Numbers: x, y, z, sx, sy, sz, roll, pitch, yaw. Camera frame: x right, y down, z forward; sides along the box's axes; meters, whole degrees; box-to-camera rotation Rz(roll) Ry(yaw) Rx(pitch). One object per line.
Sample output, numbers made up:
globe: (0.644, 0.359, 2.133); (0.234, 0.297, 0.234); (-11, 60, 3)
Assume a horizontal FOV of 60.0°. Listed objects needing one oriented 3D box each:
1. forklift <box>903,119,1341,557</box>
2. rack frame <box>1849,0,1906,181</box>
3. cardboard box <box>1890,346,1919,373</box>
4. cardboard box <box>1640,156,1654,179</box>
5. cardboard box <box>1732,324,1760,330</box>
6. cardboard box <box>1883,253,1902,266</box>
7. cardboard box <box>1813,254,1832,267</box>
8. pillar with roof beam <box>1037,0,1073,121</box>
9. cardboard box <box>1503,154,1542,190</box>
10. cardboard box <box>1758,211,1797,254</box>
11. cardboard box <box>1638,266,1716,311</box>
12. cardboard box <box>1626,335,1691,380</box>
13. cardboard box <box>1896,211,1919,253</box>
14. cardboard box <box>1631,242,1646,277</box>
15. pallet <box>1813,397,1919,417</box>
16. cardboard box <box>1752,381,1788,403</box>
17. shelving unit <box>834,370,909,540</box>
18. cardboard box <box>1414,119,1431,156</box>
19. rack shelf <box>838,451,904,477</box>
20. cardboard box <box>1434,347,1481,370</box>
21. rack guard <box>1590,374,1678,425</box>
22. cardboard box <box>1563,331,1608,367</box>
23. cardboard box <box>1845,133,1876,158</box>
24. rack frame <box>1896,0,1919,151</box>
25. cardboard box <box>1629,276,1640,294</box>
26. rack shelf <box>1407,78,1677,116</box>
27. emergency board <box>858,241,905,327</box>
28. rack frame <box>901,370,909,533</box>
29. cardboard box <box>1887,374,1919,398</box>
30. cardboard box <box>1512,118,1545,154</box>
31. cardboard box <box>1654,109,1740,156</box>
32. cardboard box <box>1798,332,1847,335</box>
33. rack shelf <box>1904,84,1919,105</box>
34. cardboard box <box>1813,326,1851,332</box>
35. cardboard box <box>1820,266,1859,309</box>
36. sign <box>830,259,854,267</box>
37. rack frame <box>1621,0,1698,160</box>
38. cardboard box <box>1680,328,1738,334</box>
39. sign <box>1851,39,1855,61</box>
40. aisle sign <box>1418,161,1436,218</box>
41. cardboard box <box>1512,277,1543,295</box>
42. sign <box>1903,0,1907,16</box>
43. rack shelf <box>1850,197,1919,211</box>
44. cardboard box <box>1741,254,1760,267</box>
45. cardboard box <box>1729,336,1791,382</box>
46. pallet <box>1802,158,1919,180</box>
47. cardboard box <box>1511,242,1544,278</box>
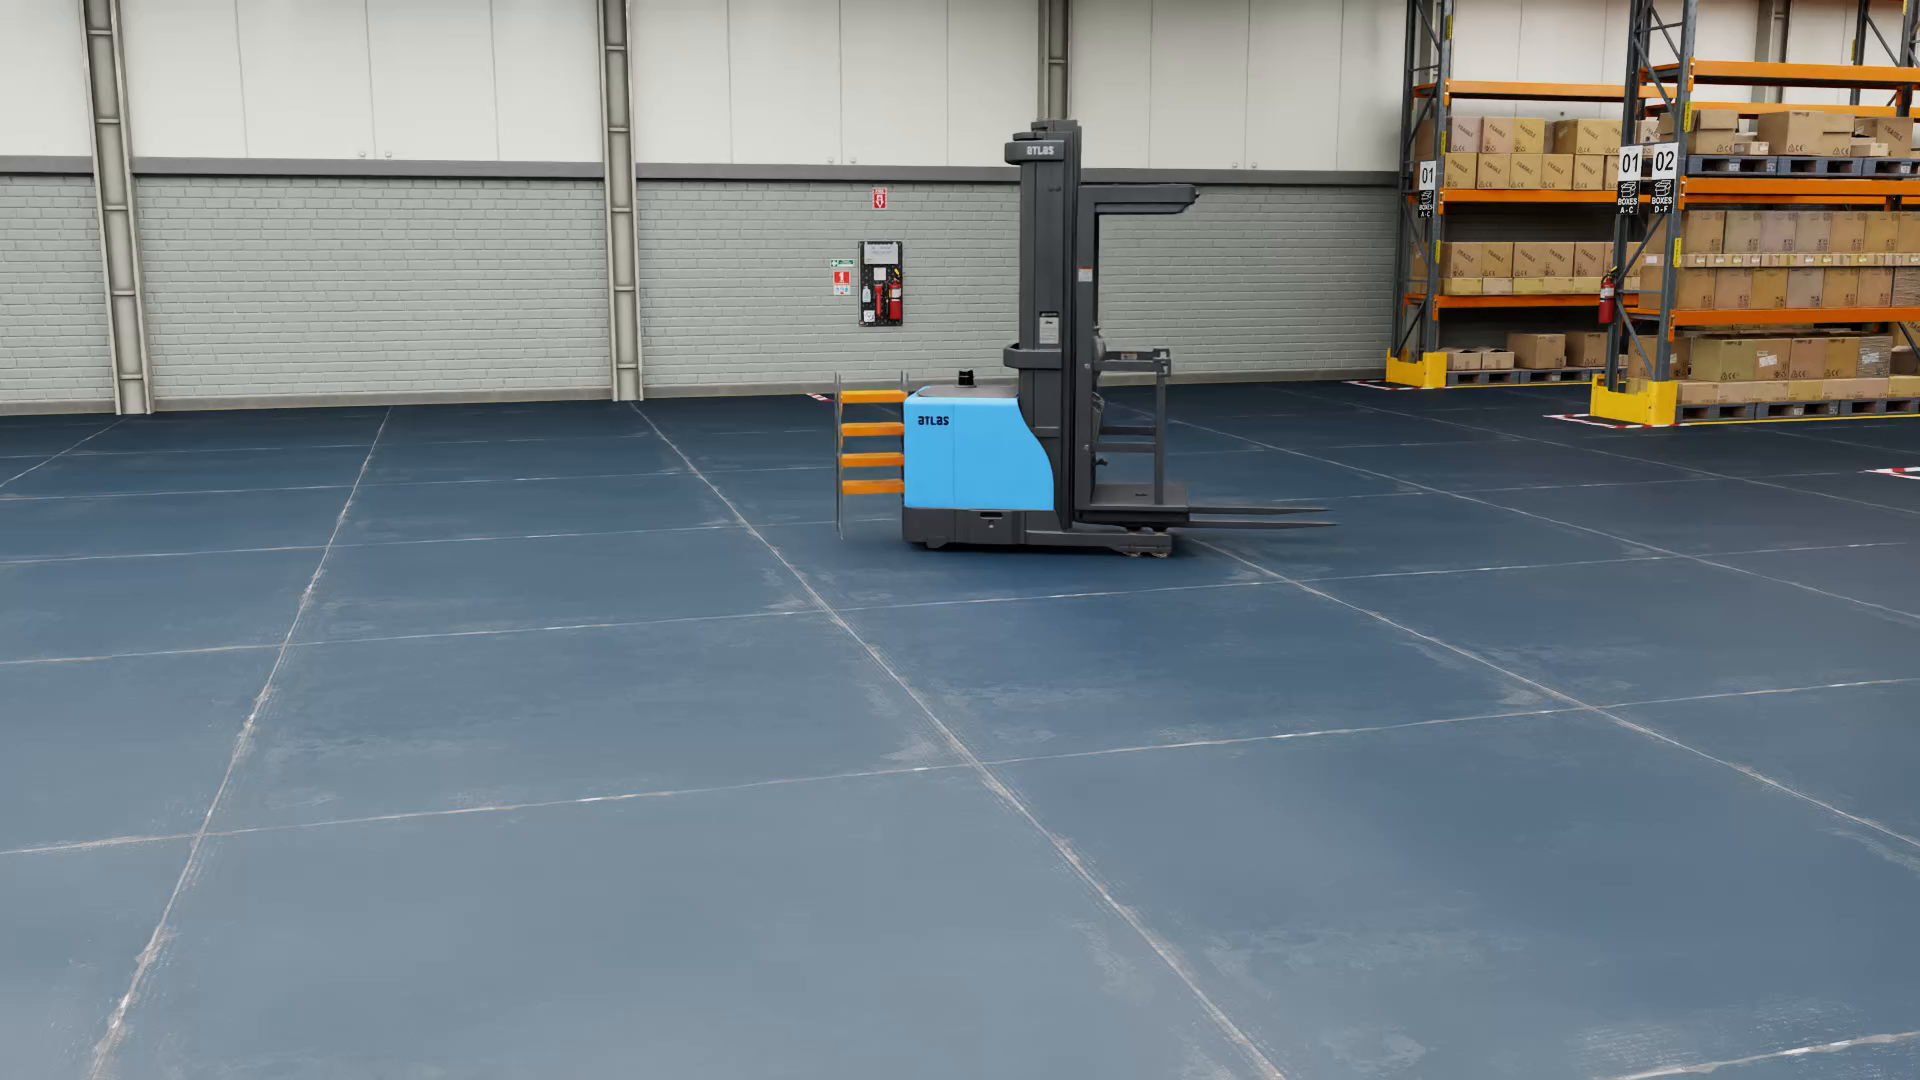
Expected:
forklift: (1.151, -1.423, 11.683); (3.031, 2.935, 1.130); (1, 10, 6)
rack frame: (14.327, -7.129, 25.917); (0.127, 3.000, 1.000); (-3, 11, -16)
cardboard box: (12.183, -2.316, 21.226); (0.500, 0.311, 0.500); (-3, 11, -16)
cardboard box: (10.068, -5.442, 24.705); (0.500, 0.500, 0.500); (-3, 11, -14)
cardboard box: (12.109, -3.422, 25.968); (0.500, 0.250, 0.500); (-3, 11, -18)
cardboard box: (11.185, -3.407, 20.199); (0.250, 0.149, 0.380); (-3, 11, -18)
cardboard box: (10.200, -3.355, 19.916); (0.250, 0.149, 0.380); (-3, 11, -14)
pillar with roof beam: (2.519, -5.858, 19.013); (0.400, 9.000, 9.100); (-3, 11, -16)
cardboard box: (8.060, -5.329, 24.095); (0.500, 0.500, 0.500); (-2, 11, -13)
cardboard box: (9.524, -3.677, 19.878); (0.500, 0.500, 0.700); (-3, 11, -16)
cardboard box: (8.486, -2.983, 19.691); (0.500, 0.500, 0.700); (-3, 11, -16)
cardboard box: (8.466, -2.215, 20.156); (0.500, 0.500, 0.500); (-3, 11, -16)
cardboard box: (11.450, -3.779, 20.429); (0.500, 0.500, 0.700); (-3, 11, -16)
cardboard box: (10.119, -4.203, 24.882); (0.500, 0.500, 0.500); (-3, 11, -16)
pallet: (11.099, -1.711, 20.757); (1.213, 0.211, 1.003); (-3, 11, -16)
cardboard box: (9.570, -1.807, 20.011); (0.500, 0.250, 0.500); (-3, 11, -16)
shelving unit: (-0.640, -0.619, 12.095); (0.503, 1.200, 0.258); (-2, 11, -12)
cardboard box: (6.987, -5.867, 24.253); (0.500, 0.500, 0.500); (-3, 11, -13)
rack shelf: (-0.640, -0.553, 12.108); (0.480, 0.148, 0.258); (-2, 11, -12)
cardboard box: (7.335, -2.687, 24.570); (0.500, 0.311, 0.500); (-4, 11, -22)
rack guard: (8.011, -1.682, 19.804); (0.348, 0.500, 1.175); (-3, 11, -16)
cardboard box: (9.501, -2.904, 25.224); (0.500, 0.500, 0.500); (-4, 11, -20)
cardboard box: (10.799, -4.815, 20.332); (0.500, 0.311, 0.500); (-4, 11, -19)
rack frame: (11.875, -6.066, 20.141); (0.127, 3.000, 1.000); (-3, 11, -16)
cardboard box: (10.116, -3.836, 24.956); (0.500, 0.250, 0.500); (-3, 11, -16)
rack shelf: (8.566, -6.470, 24.333); (4.000, 0.370, 1.077); (-3, 11, -16)
emergency board: (-1.068, -3.538, 22.978); (0.643, 1.169, 0.194); (-3, 11, -16)
rack frame: (-0.401, -0.628, 12.144); (0.015, 1.200, 0.240); (-2, 11, -12)
cardboard box: (11.490, -1.908, 20.561); (0.500, 0.250, 0.500); (-3, 11, -16)
cardboard box: (8.068, -5.822, 24.006); (0.500, 0.500, 0.500); (-3, 11, -14)
cardboard box: (8.587, -4.743, 19.407); (0.637, 0.503, 0.797); (-2, 11, -12)
cardboard box: (10.864, -2.343, 20.850); (0.500, 0.500, 0.500); (-3, 11, -16)
rack shelf: (13.795, -5.616, 20.792); (4.000, 0.370, 1.077); (-3, 11, -16)
cardboard box: (13.650, -3.120, 26.399); (0.500, 0.500, 0.700); (-3, 11, -15)
cardboard box: (10.463, -3.088, 20.262); (0.500, 0.500, 0.700); (-3, 11, -15)
sign: (-1.621, -3.804, 22.865); (0.331, 0.109, 0.001); (-3, 11, -16)
rack frame: (8.034, -5.863, 19.041); (0.127, 3.000, 1.000); (-3, 11, -16)
cardboard box: (11.671, -3.038, 25.954); (0.500, 0.500, 0.700); (-3, 11, -17)
sign: (14.168, -7.763, 26.341); (0.005, 0.325, 0.100); (-3, 11, -16)
aisle sign: (6.661, -4.997, 23.722); (0.004, 0.787, 0.394); (-3, 11, -16)
cardboard box: (8.189, -3.733, 24.398); (0.500, 0.250, 0.500); (-3, 11, -17)
sign: (11.712, -6.658, 20.558); (0.005, 0.325, 0.100); (-3, 11, -16)
rack shelf: (16.247, -5.401, 26.803); (4.000, 0.370, 1.077); (-3, 11, -16)
cardboard box: (9.207, -3.302, 19.631); (0.250, 0.149, 0.380); (-3, 11, -17)
cardboard box: (9.567, -2.178, 19.954); (0.500, 0.500, 0.500); (-3, 11, -16)
pallet: (11.063, -4.499, 20.161); (1.213, 0.211, 1.003); (-3, 11, -16)
cardboard box: (8.163, -4.099, 24.315); (0.500, 0.500, 0.500); (-3, 11, -18)
